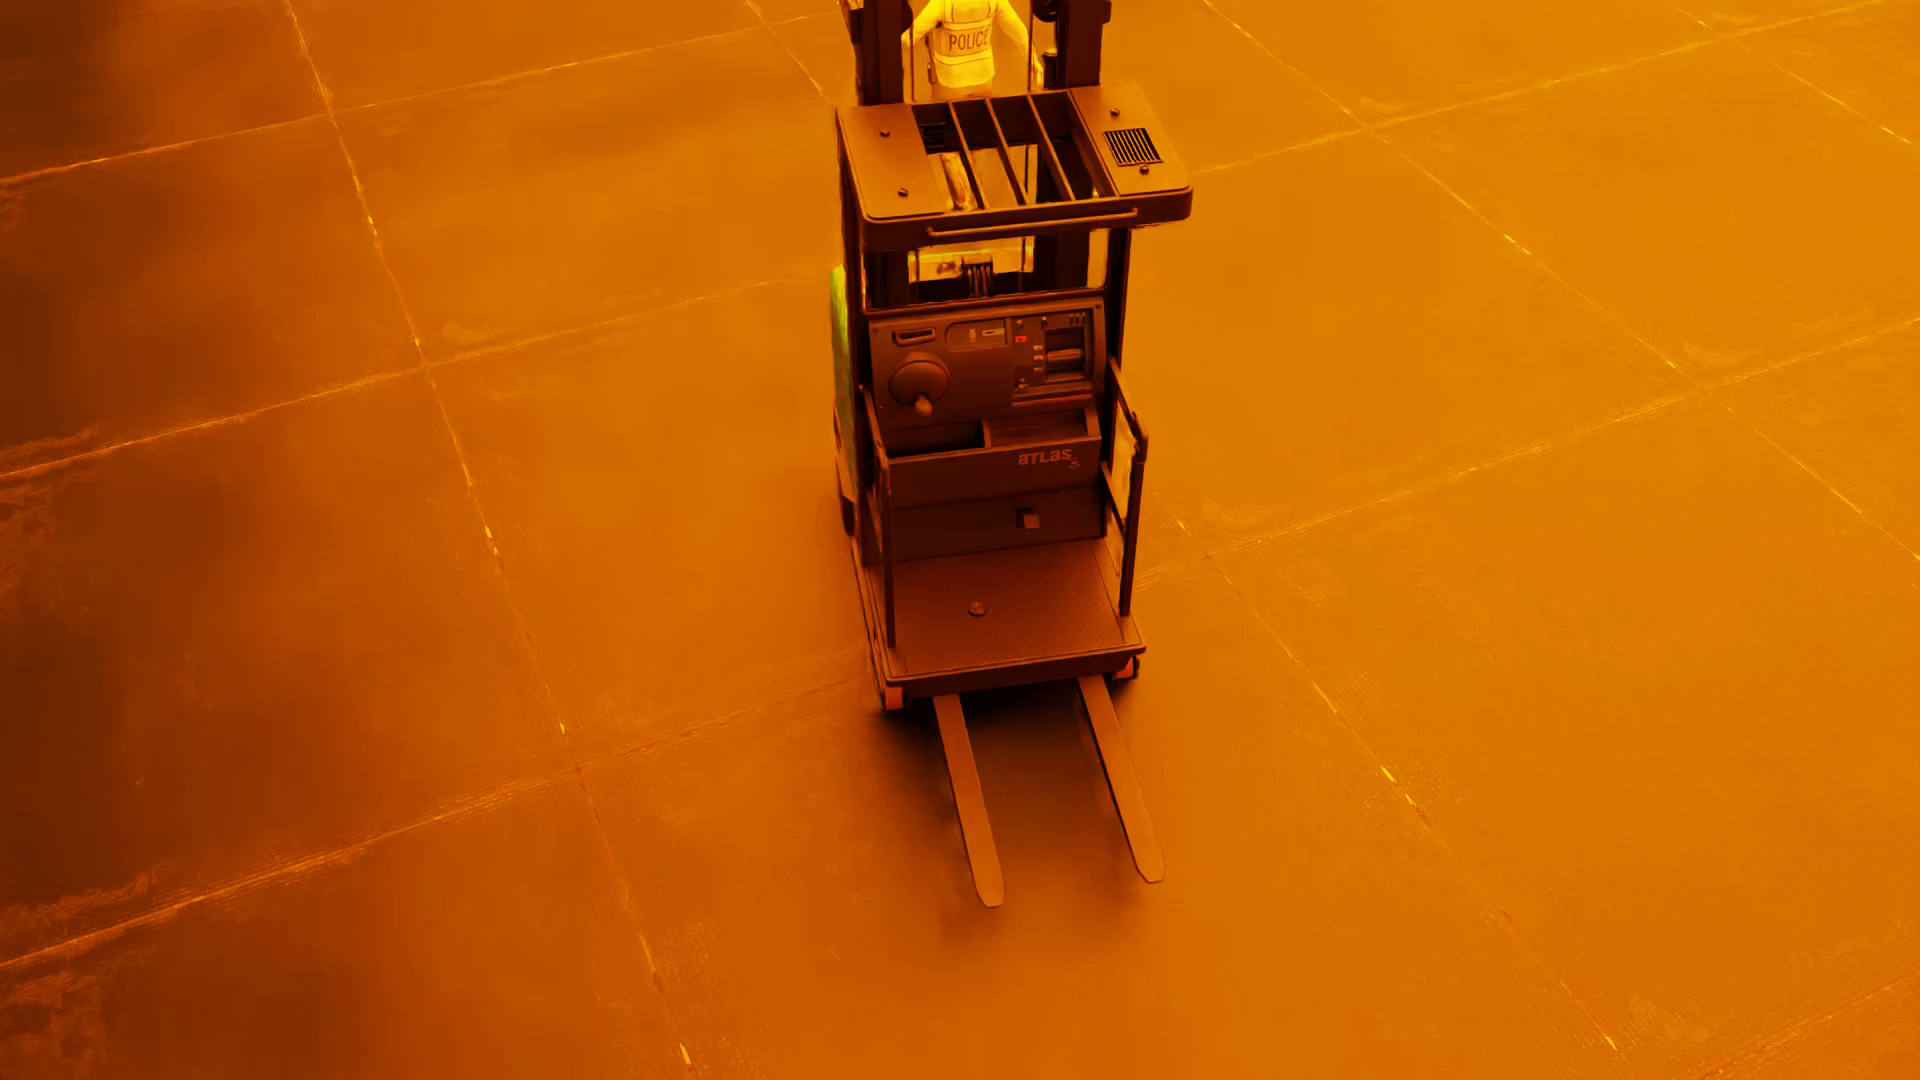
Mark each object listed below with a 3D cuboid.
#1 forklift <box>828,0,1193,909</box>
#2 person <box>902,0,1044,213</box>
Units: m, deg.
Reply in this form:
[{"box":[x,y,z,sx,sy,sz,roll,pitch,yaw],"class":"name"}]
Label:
[{"box":[0.152,-0.624,6.348,1.130,2.935,3.031,-7,43,-8],"class":"forklift"},{"box":[0.001,-2.653,9.499,0.919,1.672,0.658,-17,46,-17],"class":"person"}]
